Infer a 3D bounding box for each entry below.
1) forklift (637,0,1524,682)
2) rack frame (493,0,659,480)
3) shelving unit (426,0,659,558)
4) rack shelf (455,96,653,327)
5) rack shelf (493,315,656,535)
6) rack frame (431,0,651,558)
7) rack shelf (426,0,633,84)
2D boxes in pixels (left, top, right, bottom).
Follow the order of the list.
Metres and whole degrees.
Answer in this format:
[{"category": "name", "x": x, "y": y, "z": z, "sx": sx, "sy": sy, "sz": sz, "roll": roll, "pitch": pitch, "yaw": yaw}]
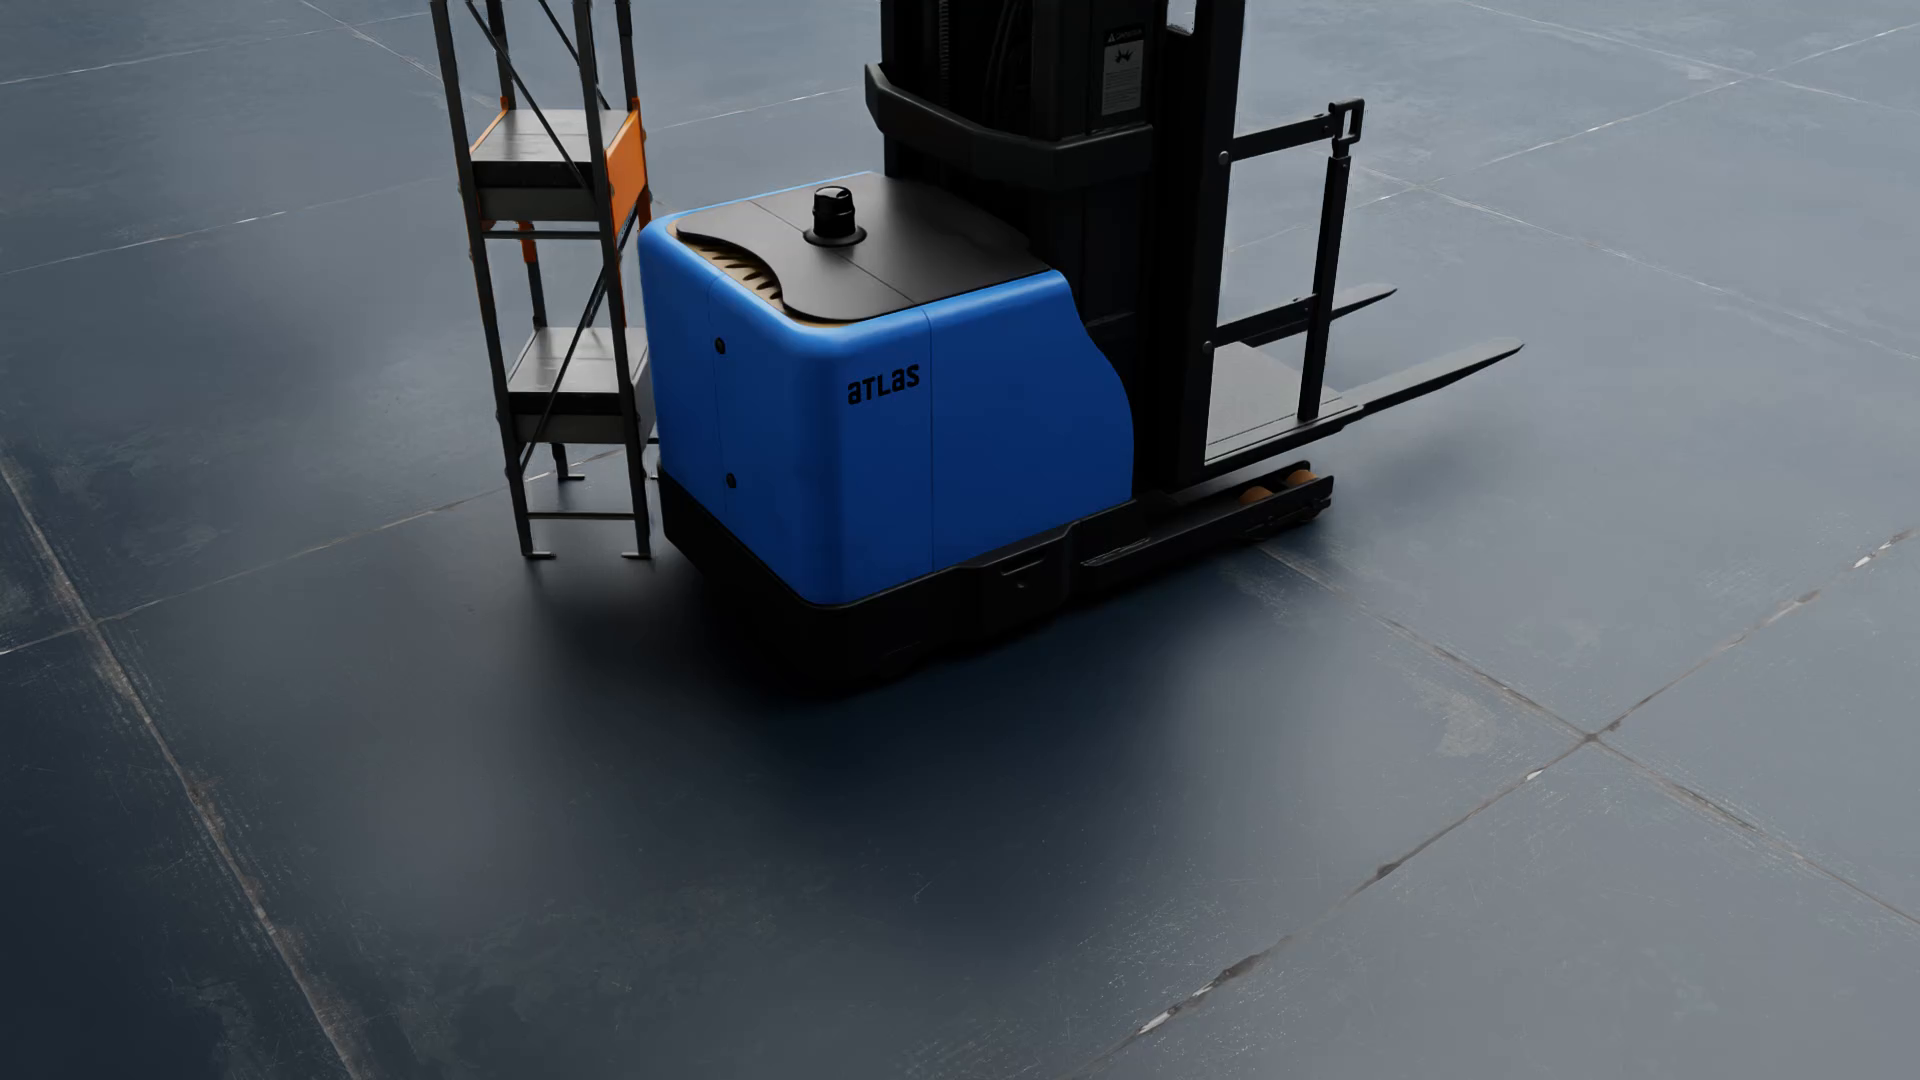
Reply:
[{"category": "forklift", "x": 0.586, "y": -1.455, "z": 4.815, "sx": 3.031, "sy": 2.935, "sz": 1.130, "roll": -20, "pitch": 37, "yaw": -29}, {"category": "rack frame", "x": -1.148, "y": -1.099, "z": 5.029, "sx": 0.400, "sy": 2.100, "sz": 0.015, "roll": 1, "pitch": 32, "yaw": 1}, {"category": "shelving unit", "x": -1.155, "y": -0.970, "z": 4.822, "sx": 0.431, "sy": 2.100, "sz": 0.503, "roll": 1, "pitch": 32, "yaw": 1}, {"category": "rack shelf", "x": -1.155, "y": -0.959, "z": 4.829, "sx": 0.431, "sy": 0.518, "sz": 0.480, "roll": 1, "pitch": 32, "yaw": 1}, {"category": "rack shelf", "x": -1.155, "y": -0.364, "z": 5.198, "sx": 0.431, "sy": 0.518, "sz": 0.480, "roll": 1, "pitch": 32, "yaw": 1}, {"category": "rack frame", "x": -1.161, "y": -0.841, "z": 4.615, "sx": 0.400, "sy": 2.100, "sz": 0.015, "roll": 1, "pitch": 32, "yaw": 1}, {"category": "rack shelf", "x": -1.155, "y": -1.553, "z": 4.460, "sx": 0.431, "sy": 0.518, "sz": 0.480, "roll": 1, "pitch": 32, "yaw": 1}]
